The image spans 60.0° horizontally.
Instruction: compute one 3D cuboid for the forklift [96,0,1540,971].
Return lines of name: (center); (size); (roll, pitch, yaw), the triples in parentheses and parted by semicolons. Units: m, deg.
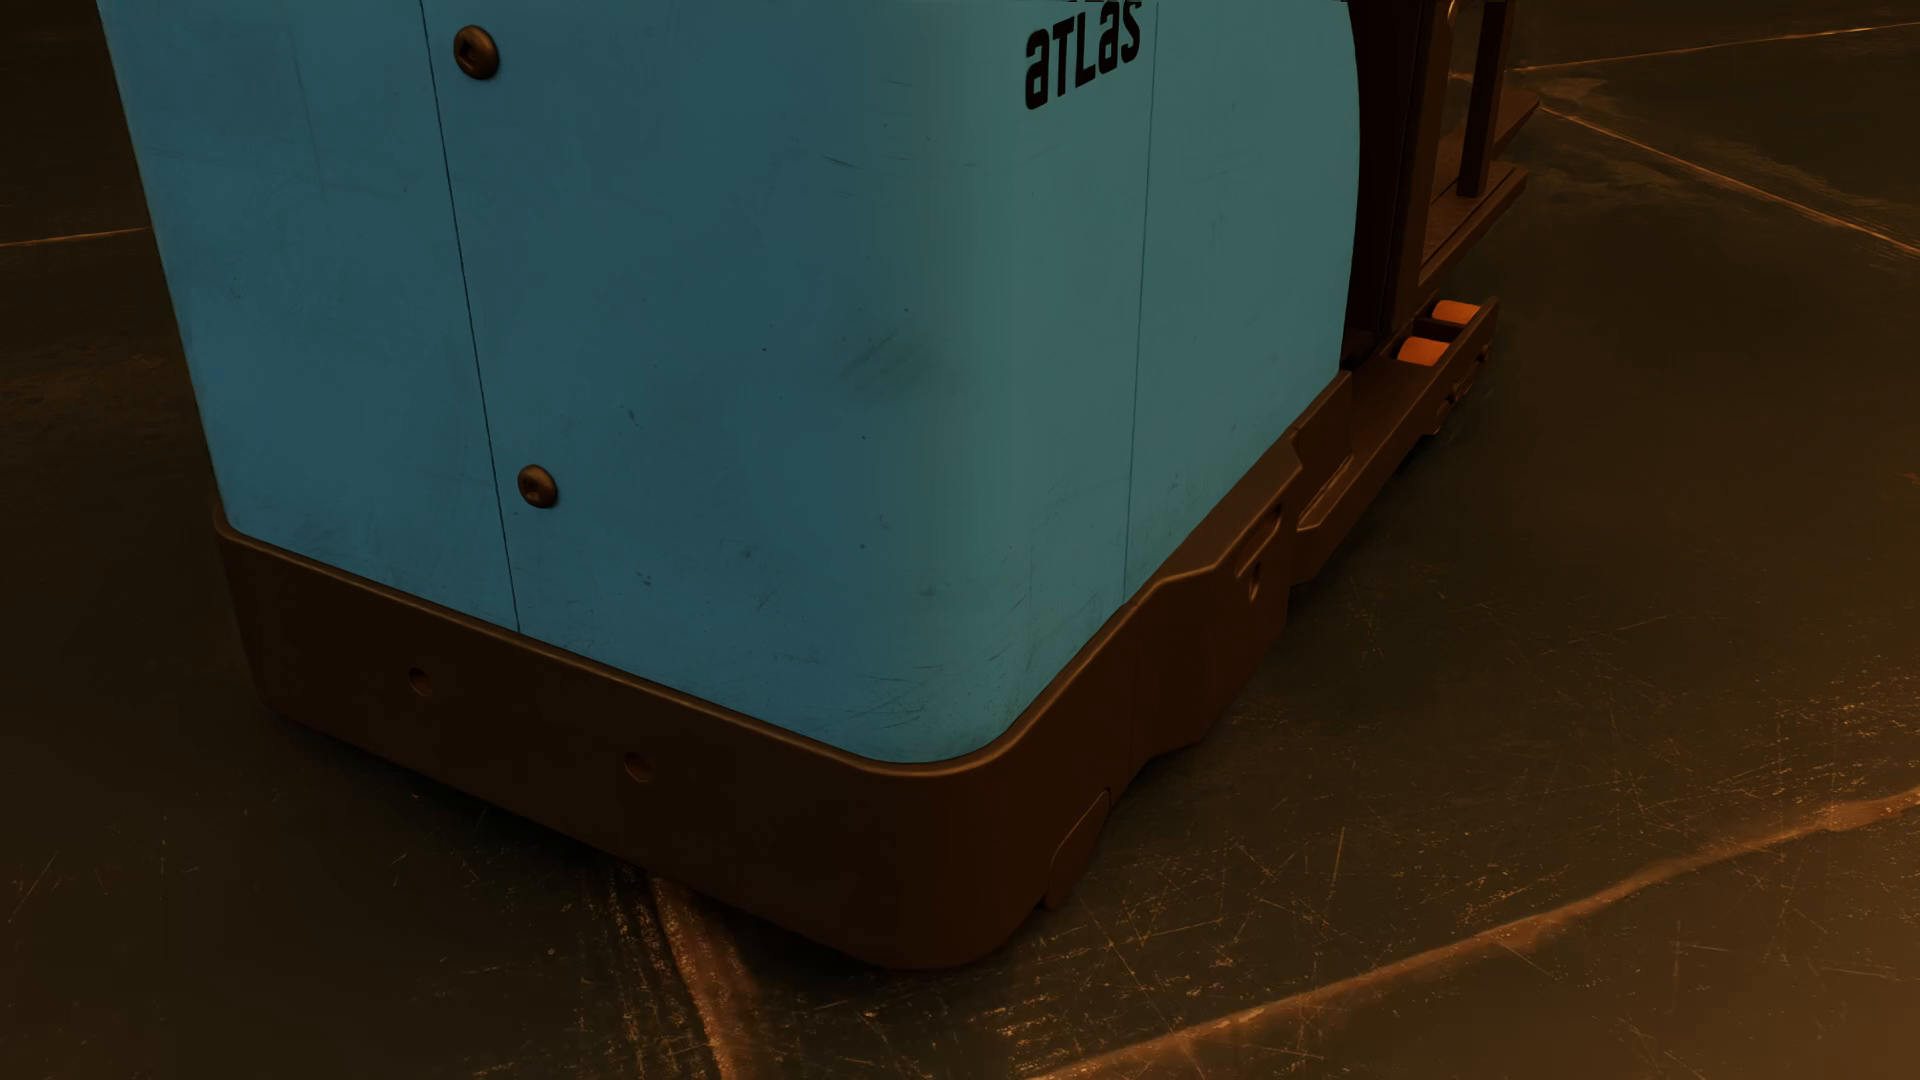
forklift: (0.299, -1.551, 2.261); (1.130, 2.935, 3.031); (16, 33, 26)
